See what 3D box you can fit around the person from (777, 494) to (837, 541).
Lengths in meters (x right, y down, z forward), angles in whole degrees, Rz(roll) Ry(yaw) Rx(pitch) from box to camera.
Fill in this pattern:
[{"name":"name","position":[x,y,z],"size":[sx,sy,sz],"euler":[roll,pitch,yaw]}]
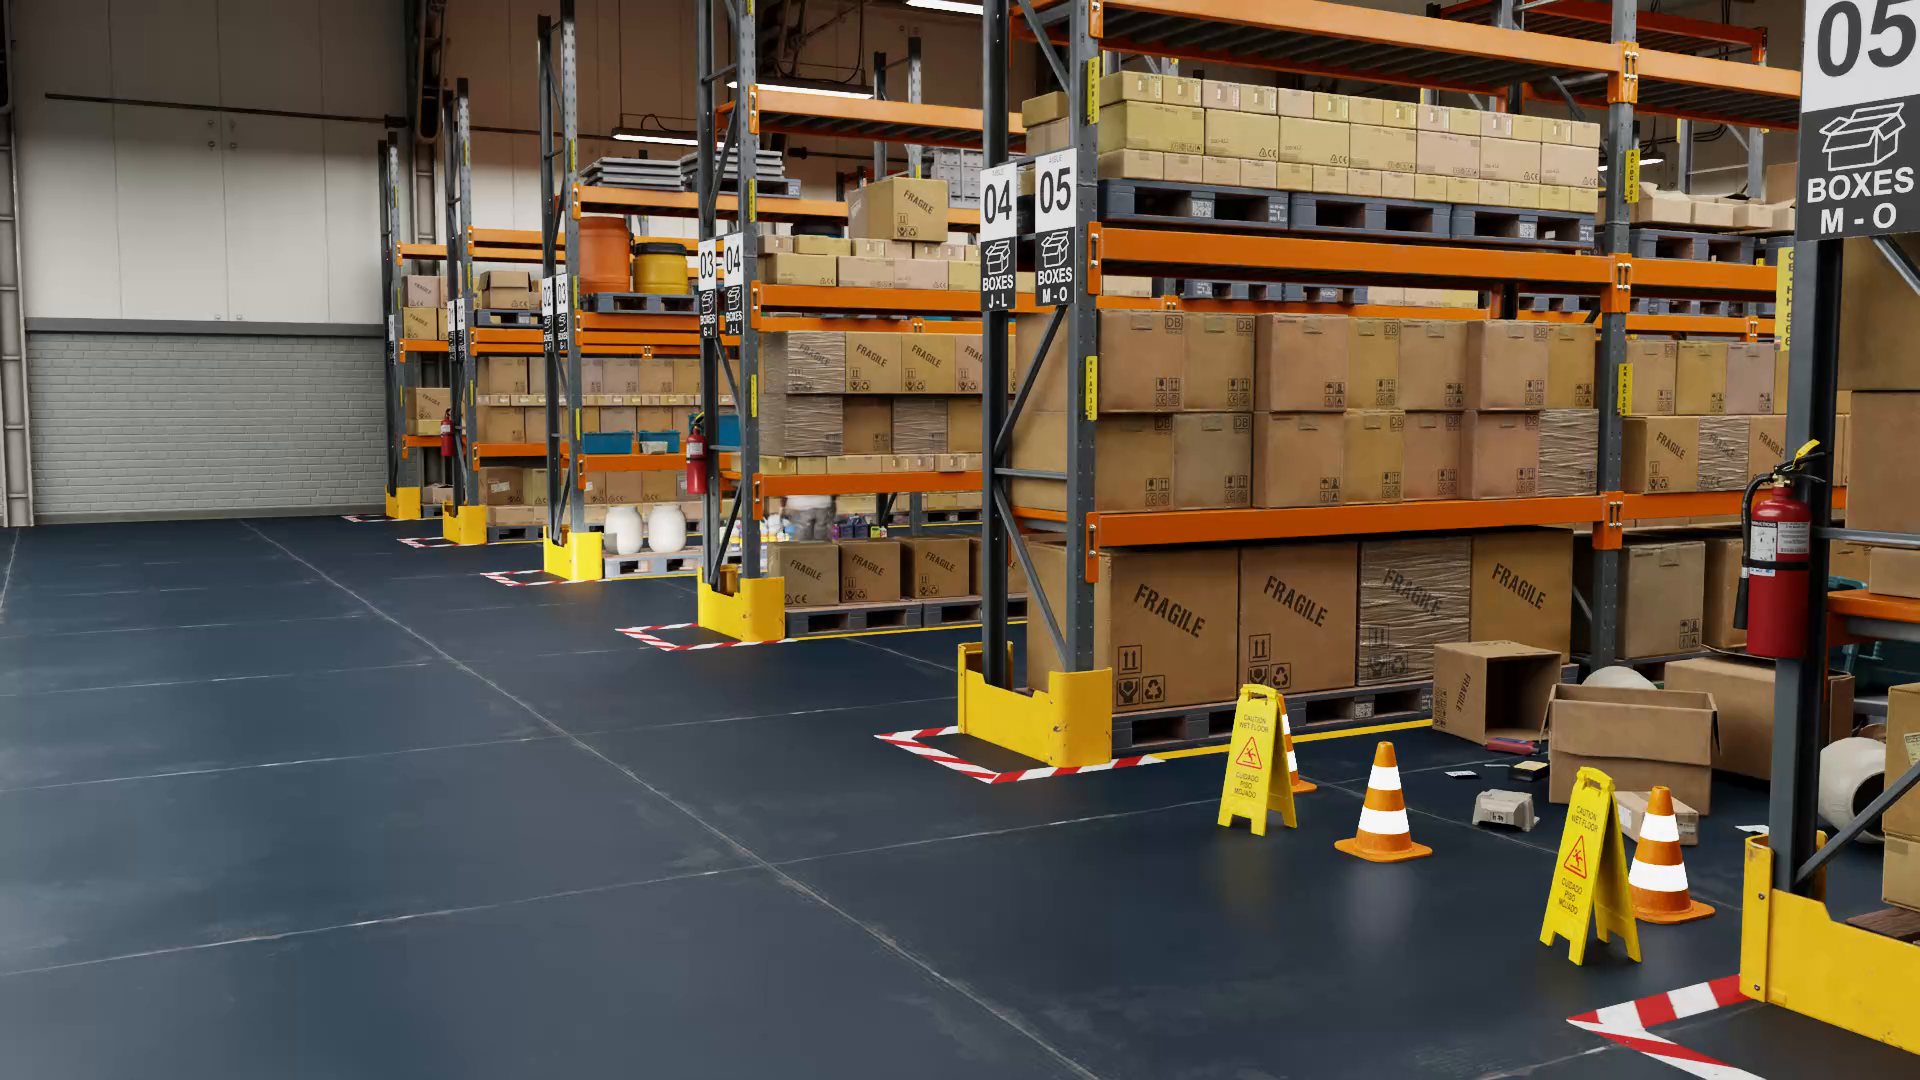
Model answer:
[{"name":"person","position":[-1.392,-0.290,15.371],"size":[0.630,1.769,0.547],"euler":[-4,6,-38]}]
